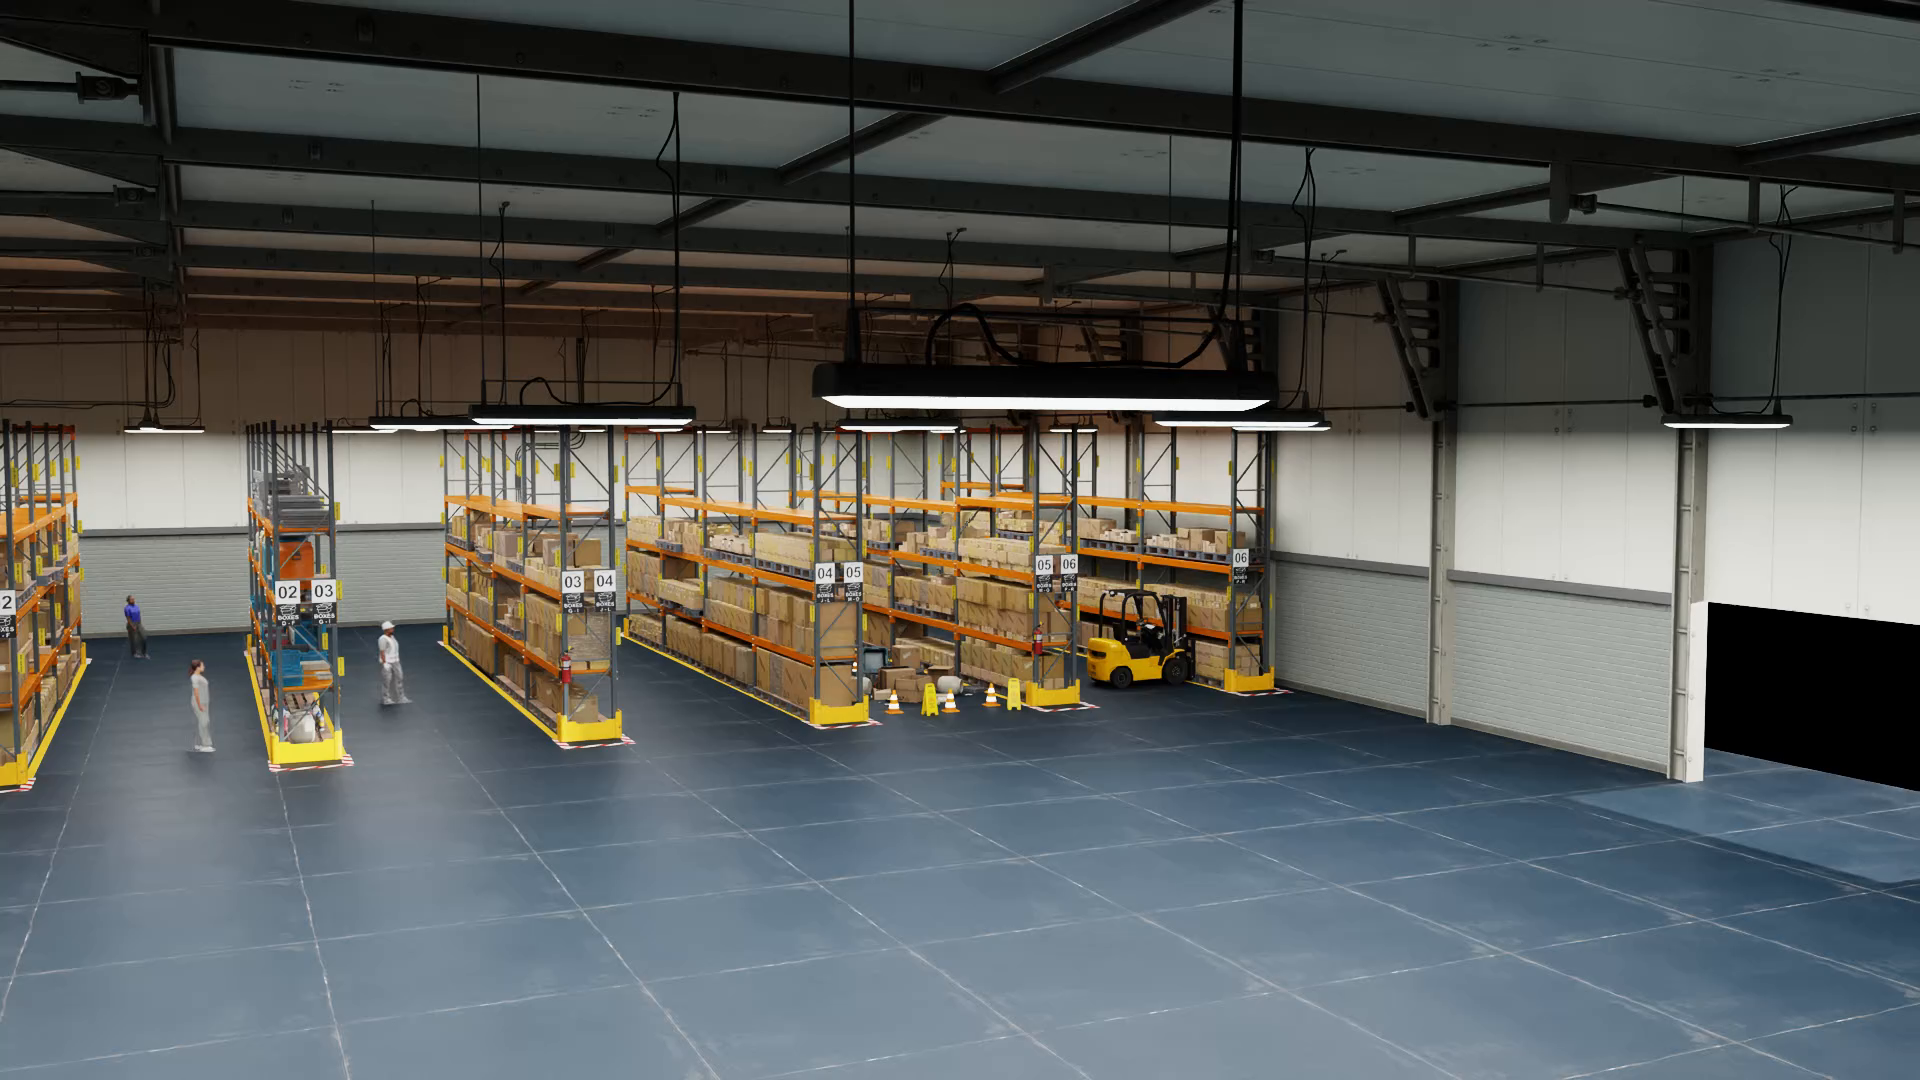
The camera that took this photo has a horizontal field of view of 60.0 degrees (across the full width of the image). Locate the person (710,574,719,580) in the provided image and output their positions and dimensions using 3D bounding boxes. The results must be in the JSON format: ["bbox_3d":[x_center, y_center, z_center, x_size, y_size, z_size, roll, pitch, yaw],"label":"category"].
[{"bbox_3d":[-7.078,1.840,47.938,0.451,1.770,0.550,-3,4,-36],"label":"person"}]

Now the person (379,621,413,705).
[{"bbox_3d":[-12.068,2.624,35.436,0.618,1.783,0.623,1,4,19],"label":"person"}]

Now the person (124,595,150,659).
[{"bbox_3d":[-21.086,2.245,42.566,0.504,1.679,0.557,2,4,34],"label":"person"}]

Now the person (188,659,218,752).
[{"bbox_3d":[-13.762,3.013,30.336,0.570,1.690,0.453,0,4,3],"label":"person"}]
